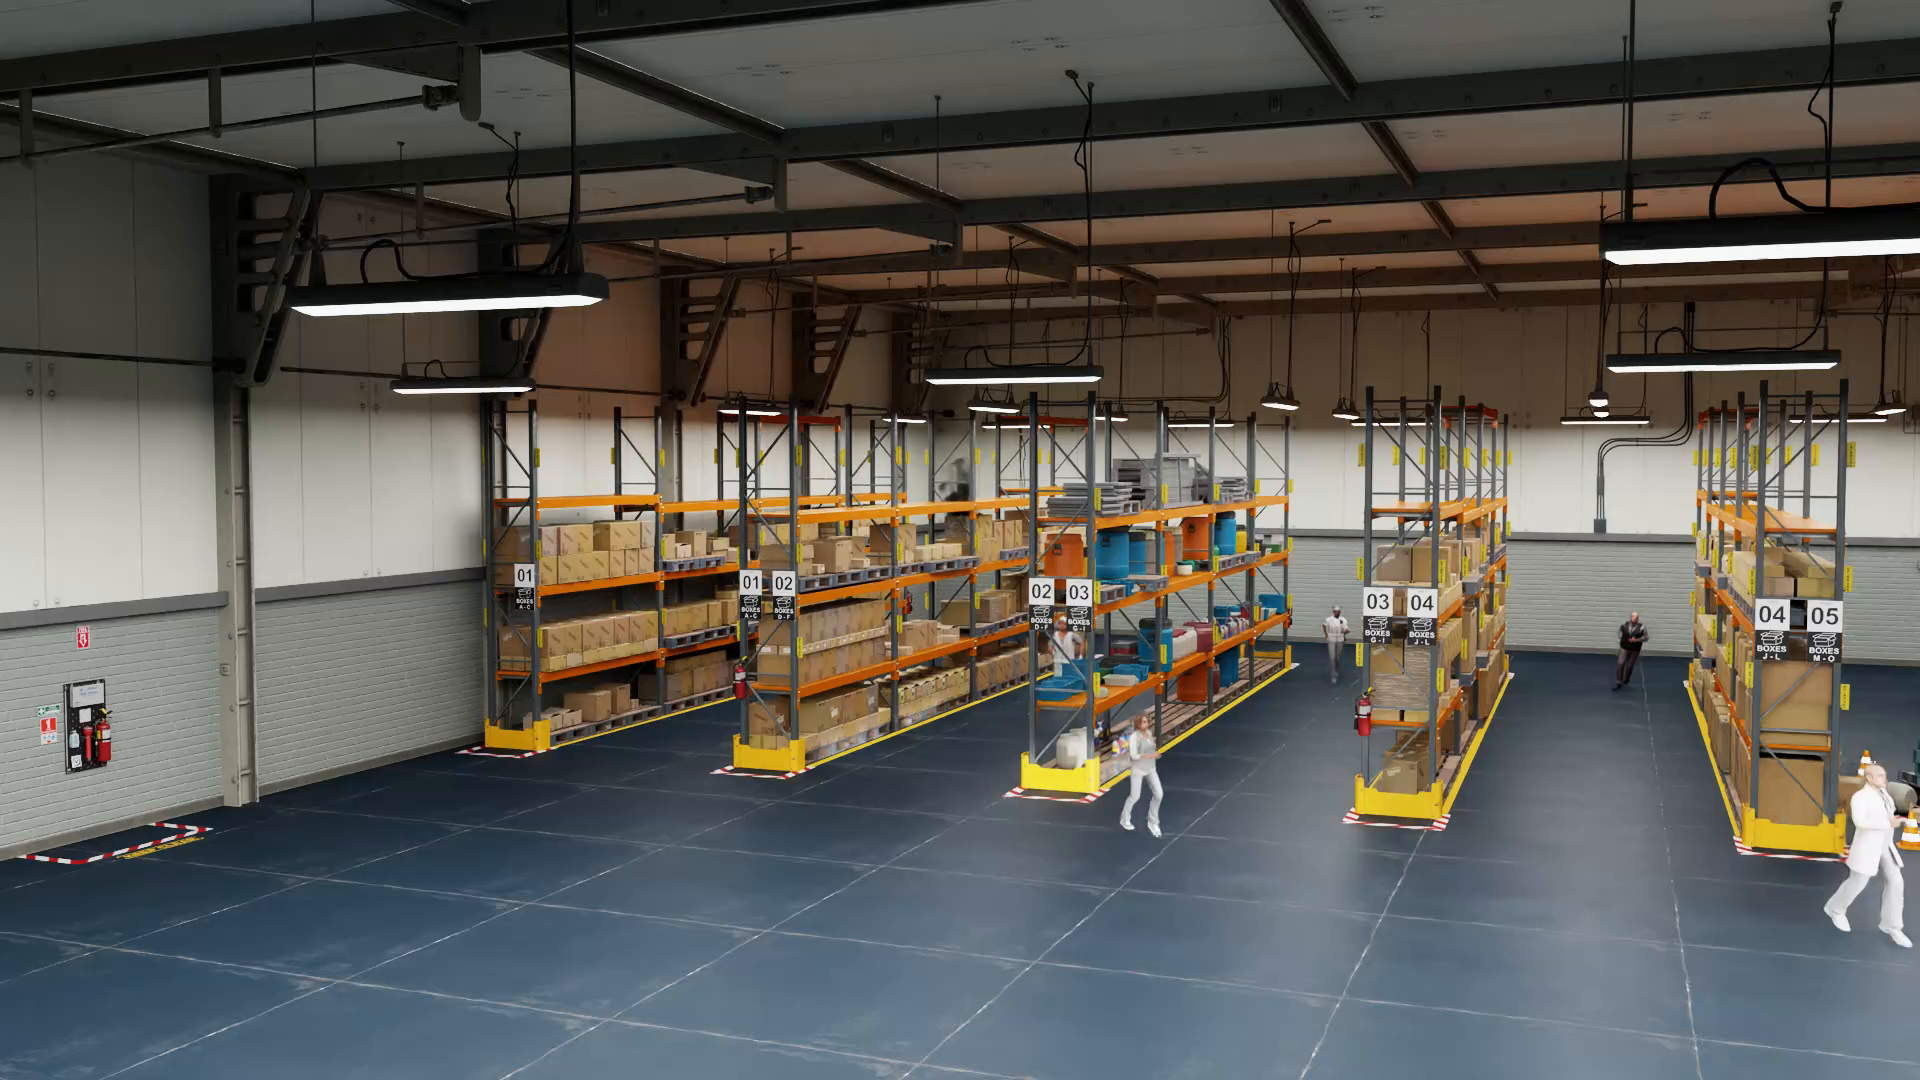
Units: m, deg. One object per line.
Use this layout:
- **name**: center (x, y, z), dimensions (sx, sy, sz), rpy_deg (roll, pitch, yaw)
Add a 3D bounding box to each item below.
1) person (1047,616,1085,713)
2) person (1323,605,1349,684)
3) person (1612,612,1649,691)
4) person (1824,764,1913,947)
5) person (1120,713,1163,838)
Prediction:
- **person**: center (1.922, 2.316, 30.758), dimensions (0.657, 1.791, 0.652), rpy_deg (1, 3, 20)
- **person**: center (8.440, 2.313, 37.312), dimensions (0.569, 1.741, 0.863), rpy_deg (0, 3, 5)
- **person**: center (14.551, 2.386, 36.009), dimensions (0.693, 1.699, 0.892), rpy_deg (1, 3, 27)
- **person**: center (9.461, 3.291, 17.328), dimensions (0.705, 1.756, 0.898), rpy_deg (-1, 3, -26)
- **person**: center (2.428, 3.110, 22.025), dimensions (0.507, 1.638, 0.727), rpy_deg (-2, 3, -33)
